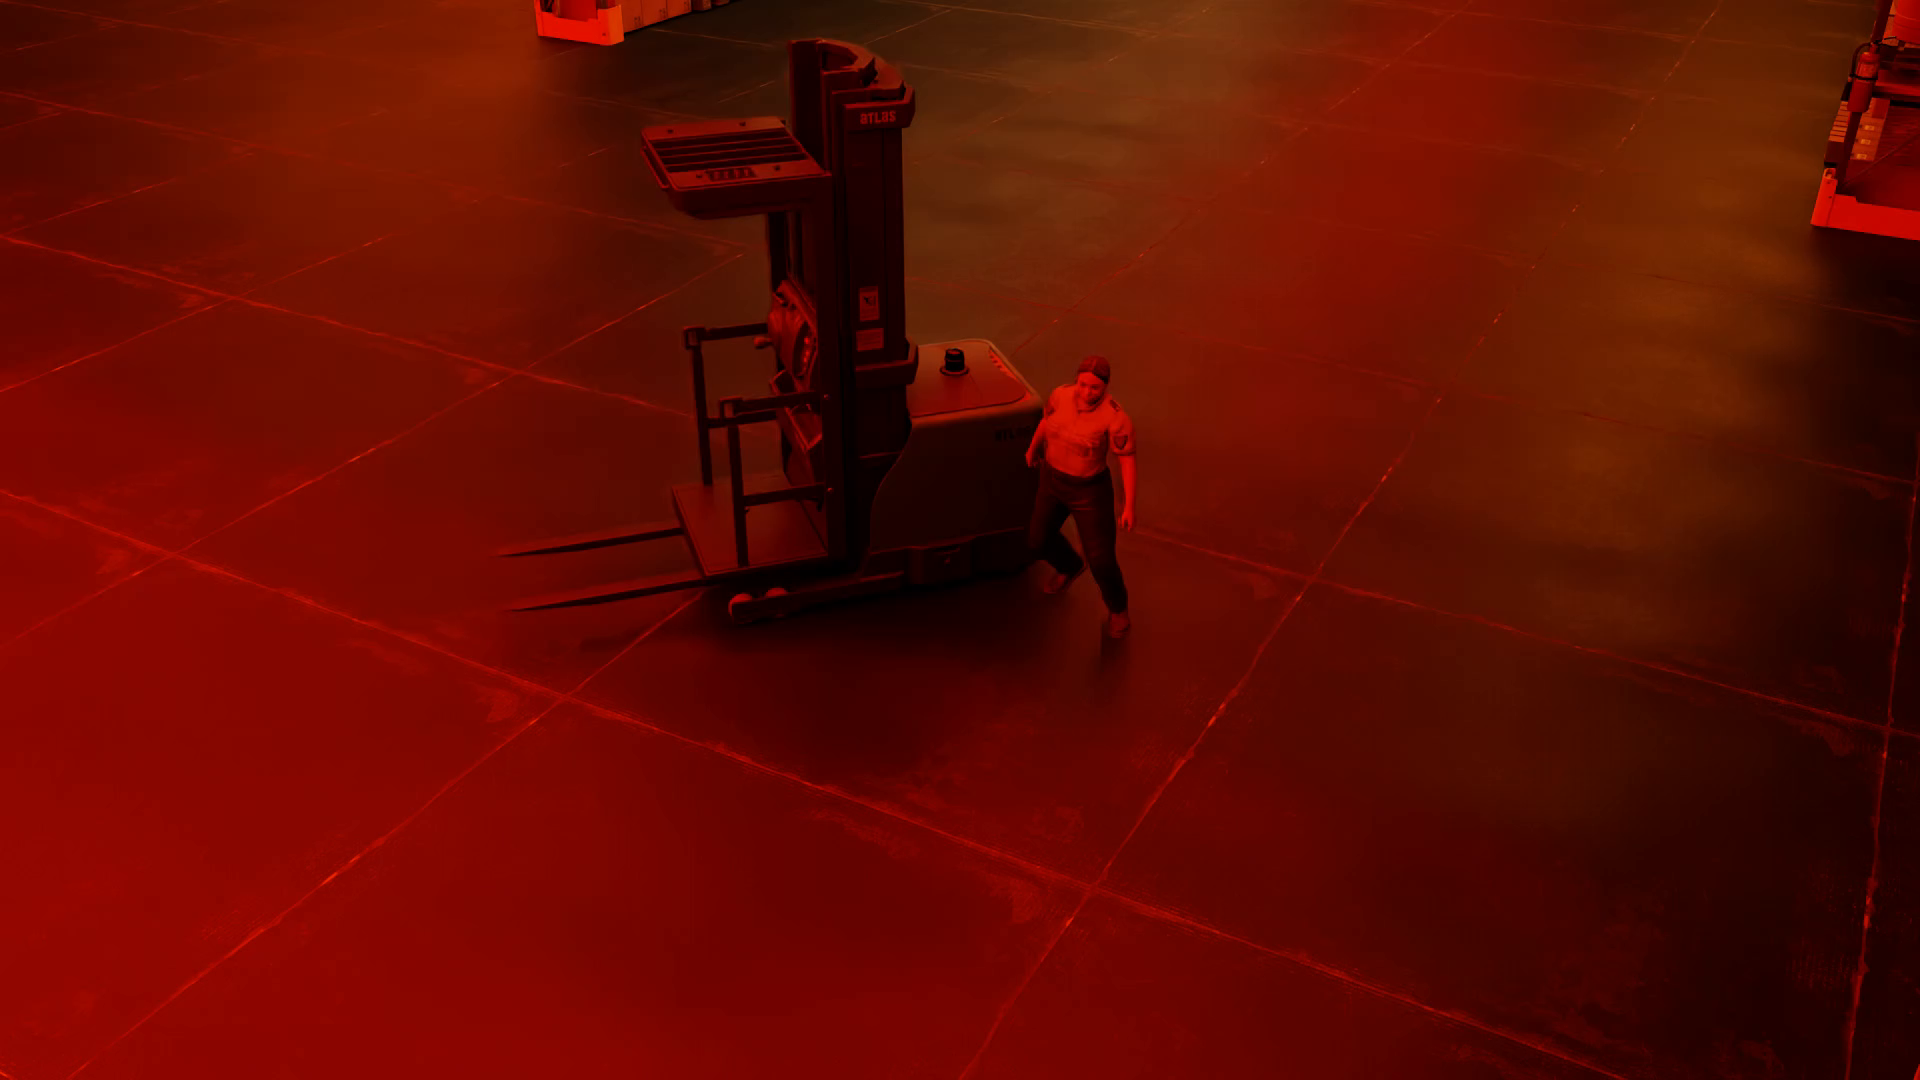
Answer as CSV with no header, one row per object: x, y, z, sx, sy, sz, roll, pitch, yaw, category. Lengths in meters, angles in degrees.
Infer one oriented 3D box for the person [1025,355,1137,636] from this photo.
0.658,-0.324,9.003,0.816,1.584,0.481,24,38,35,person

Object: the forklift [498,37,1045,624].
-1.088,-1.101,8.978,3.031,2.935,1.130,-10,31,-16,forklift
